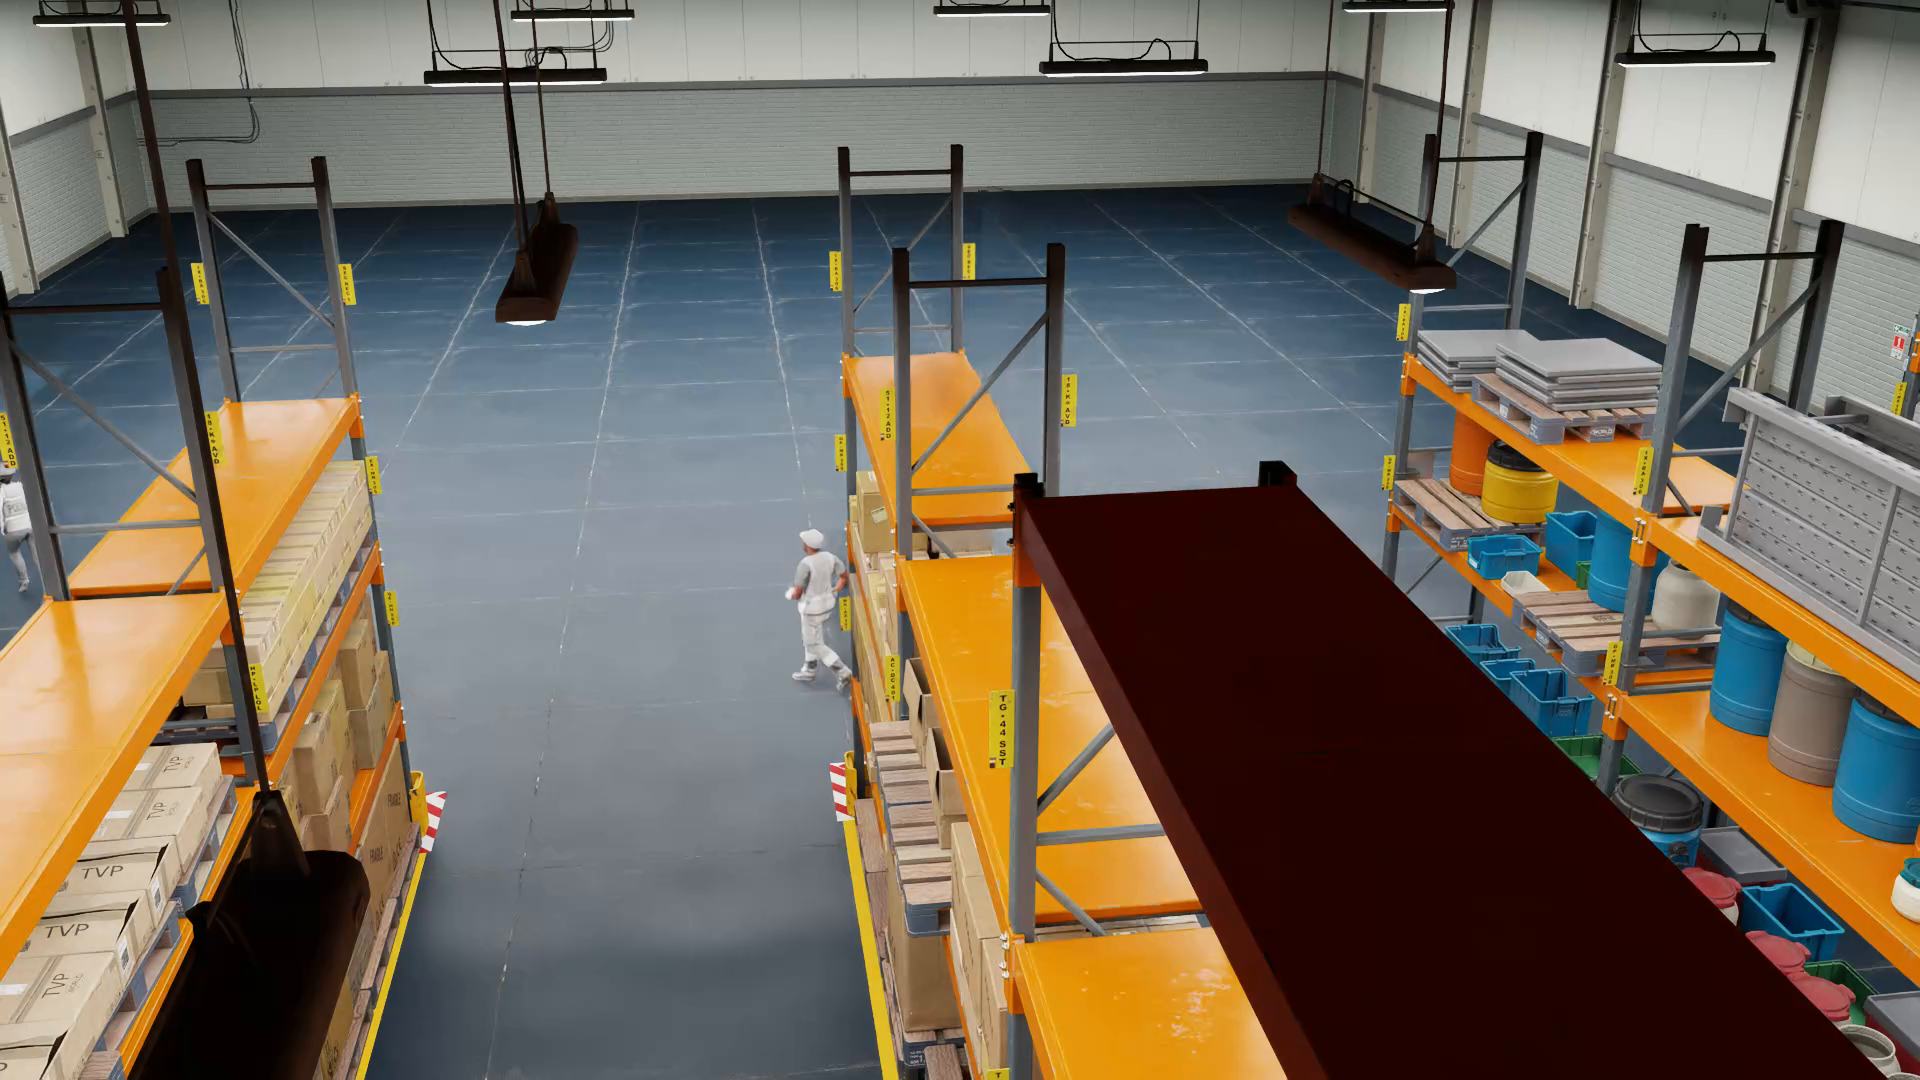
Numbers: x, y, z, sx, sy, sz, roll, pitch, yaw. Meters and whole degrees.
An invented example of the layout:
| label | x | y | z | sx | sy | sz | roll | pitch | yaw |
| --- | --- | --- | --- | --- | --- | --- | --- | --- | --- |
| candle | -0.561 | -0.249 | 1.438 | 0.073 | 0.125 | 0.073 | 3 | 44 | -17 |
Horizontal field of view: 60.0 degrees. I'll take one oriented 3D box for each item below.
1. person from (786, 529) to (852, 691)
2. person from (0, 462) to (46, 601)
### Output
| label | x | y | z | sx | sy | sz | roll | pitch | yaw |
| --- | --- | --- | --- | --- | --- | --- | --- | --- | --- |
| person | -1.462 | 0.751 | 17.261 | 0.914 | 1.793 | 0.659 | 14 | 26 | 32 |
| person | -10.993 | -0.052 | 19.544 | 0.992 | 1.695 | 0.612 | 20 | 29 | 41 |
